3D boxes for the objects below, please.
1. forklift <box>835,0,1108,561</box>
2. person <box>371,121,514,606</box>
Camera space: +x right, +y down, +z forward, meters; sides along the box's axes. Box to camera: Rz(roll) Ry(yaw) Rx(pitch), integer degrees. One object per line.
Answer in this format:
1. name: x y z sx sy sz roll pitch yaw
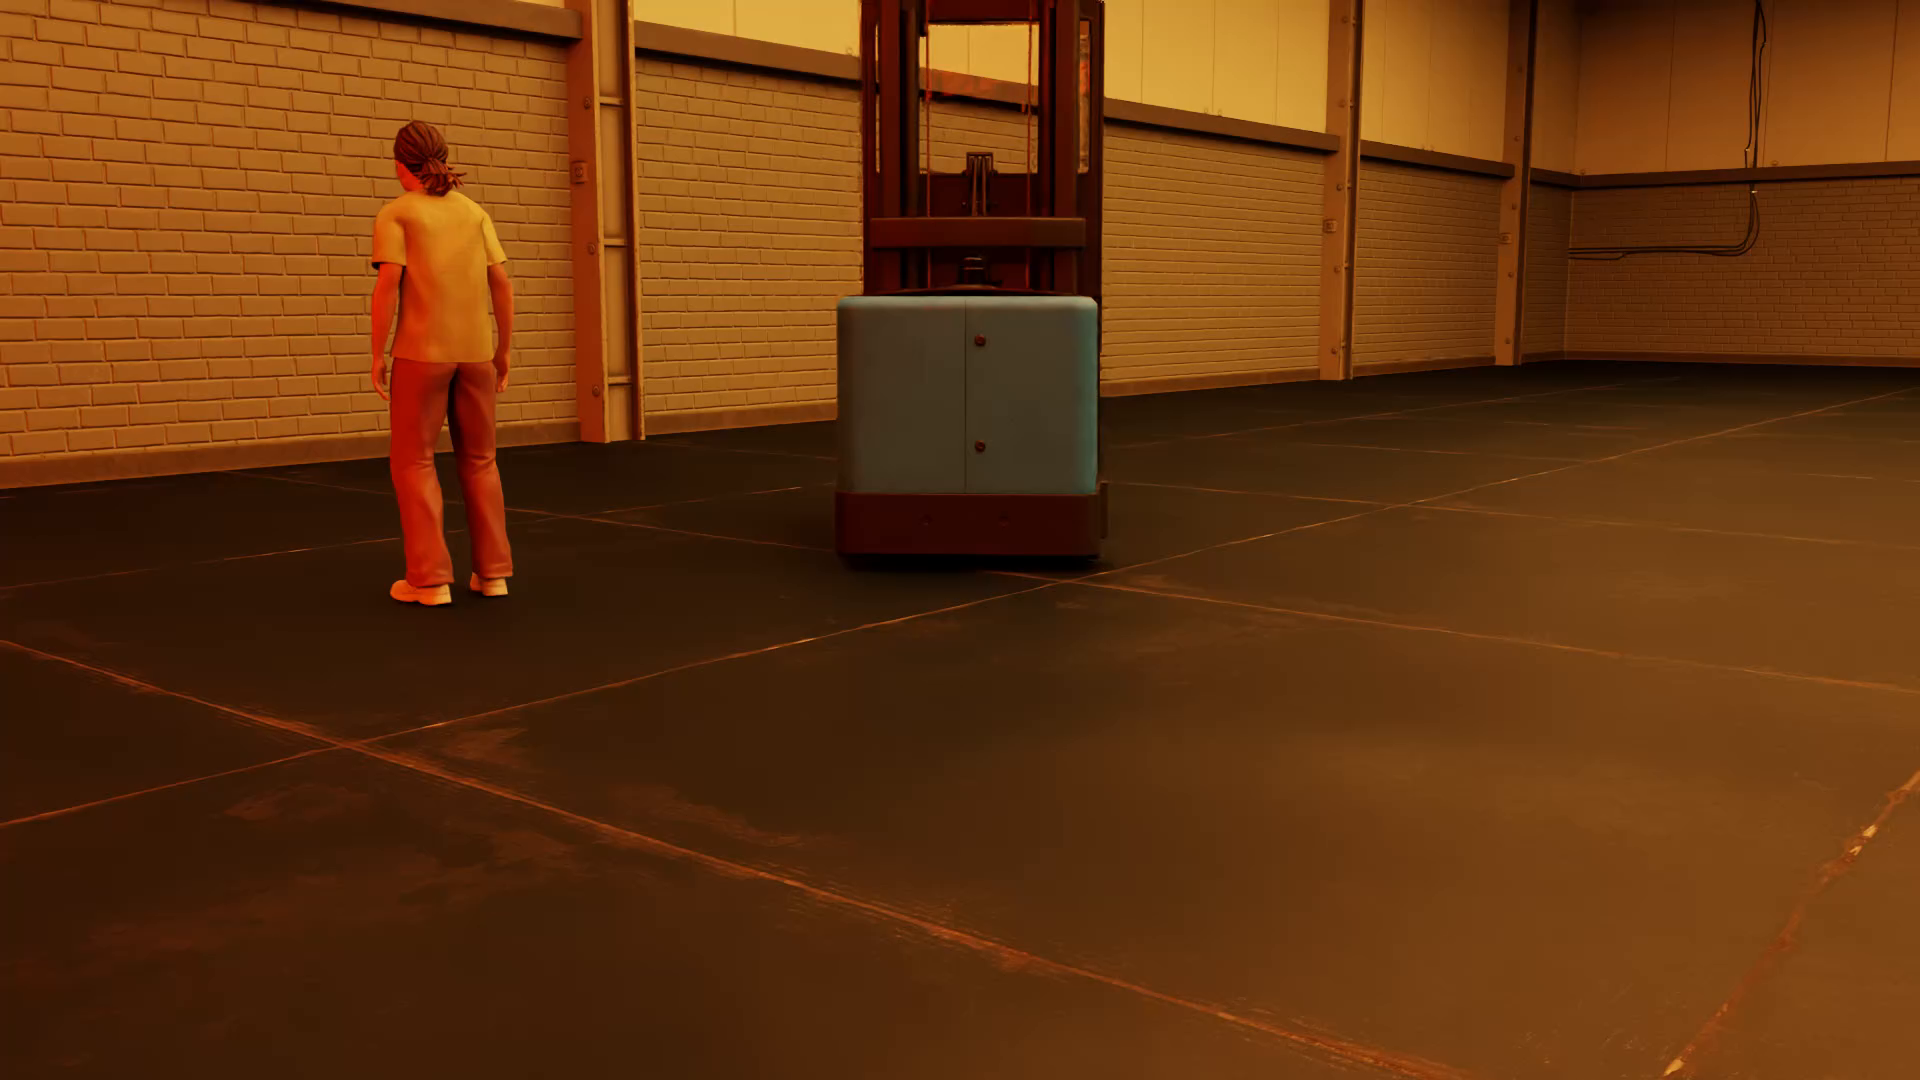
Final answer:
1. forklift: 0.120 -1.539 7.800 1.130 2.935 3.031 1 8 4
2. person: -1.831 -0.616 5.846 0.517 1.671 0.370 -7 11 -41
